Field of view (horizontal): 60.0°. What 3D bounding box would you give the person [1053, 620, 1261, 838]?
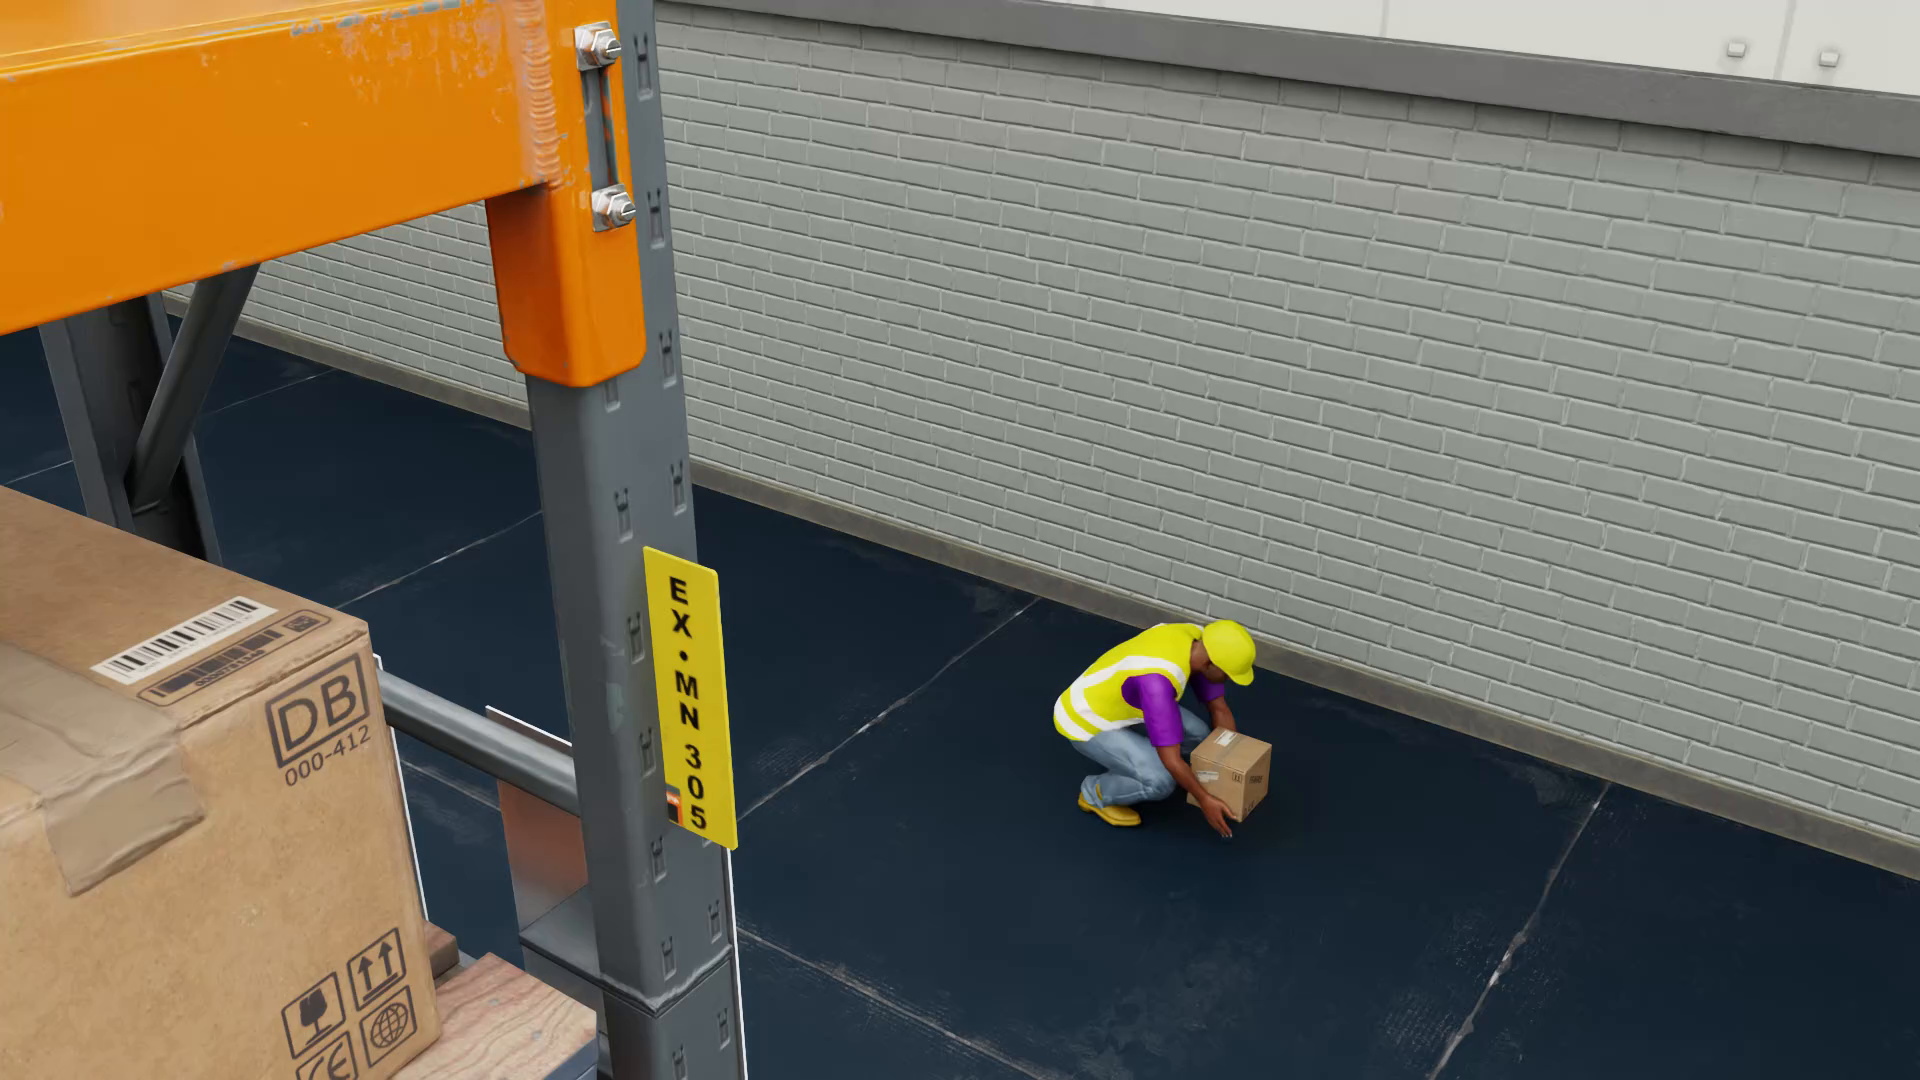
[{"bbox_3d":[0.855,0.727,7.011,0.897,1.000,0.572,17,31,30],"label":"person"}]
